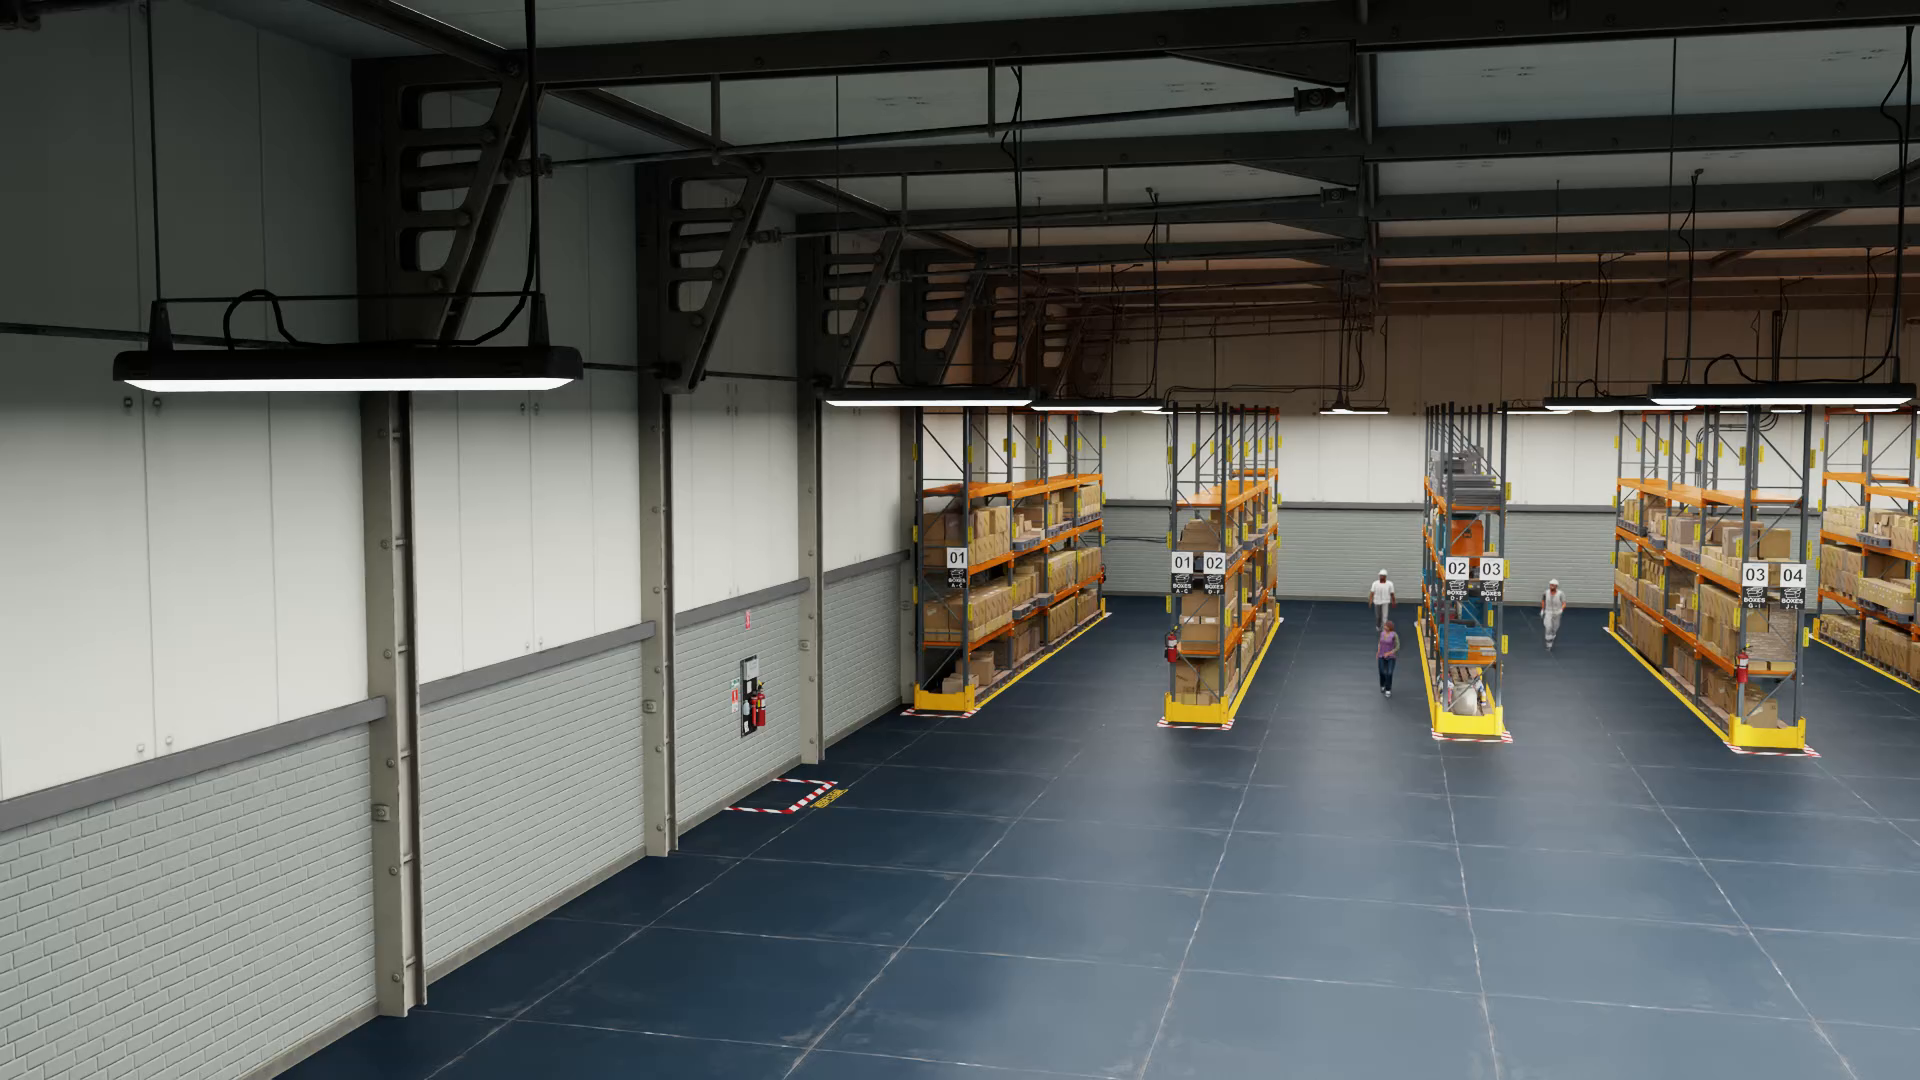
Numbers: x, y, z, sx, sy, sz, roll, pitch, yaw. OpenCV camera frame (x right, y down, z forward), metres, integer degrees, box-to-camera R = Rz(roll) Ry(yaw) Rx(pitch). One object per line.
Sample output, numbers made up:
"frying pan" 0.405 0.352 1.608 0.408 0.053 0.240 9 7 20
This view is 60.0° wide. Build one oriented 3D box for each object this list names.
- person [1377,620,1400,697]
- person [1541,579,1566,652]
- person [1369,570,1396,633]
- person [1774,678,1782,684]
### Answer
"person" 8.807 2.430 34.179 0.469 1.570 0.515 1 4 18
"person" 14.616 1.863 40.935 0.544 1.812 0.877 1 4 13
"person" 11.066 1.649 43.573 0.679 1.730 1.022 1 4 19
"person" 17.571 2.233 35.869 0.626 1.684 1.015 1 4 19
